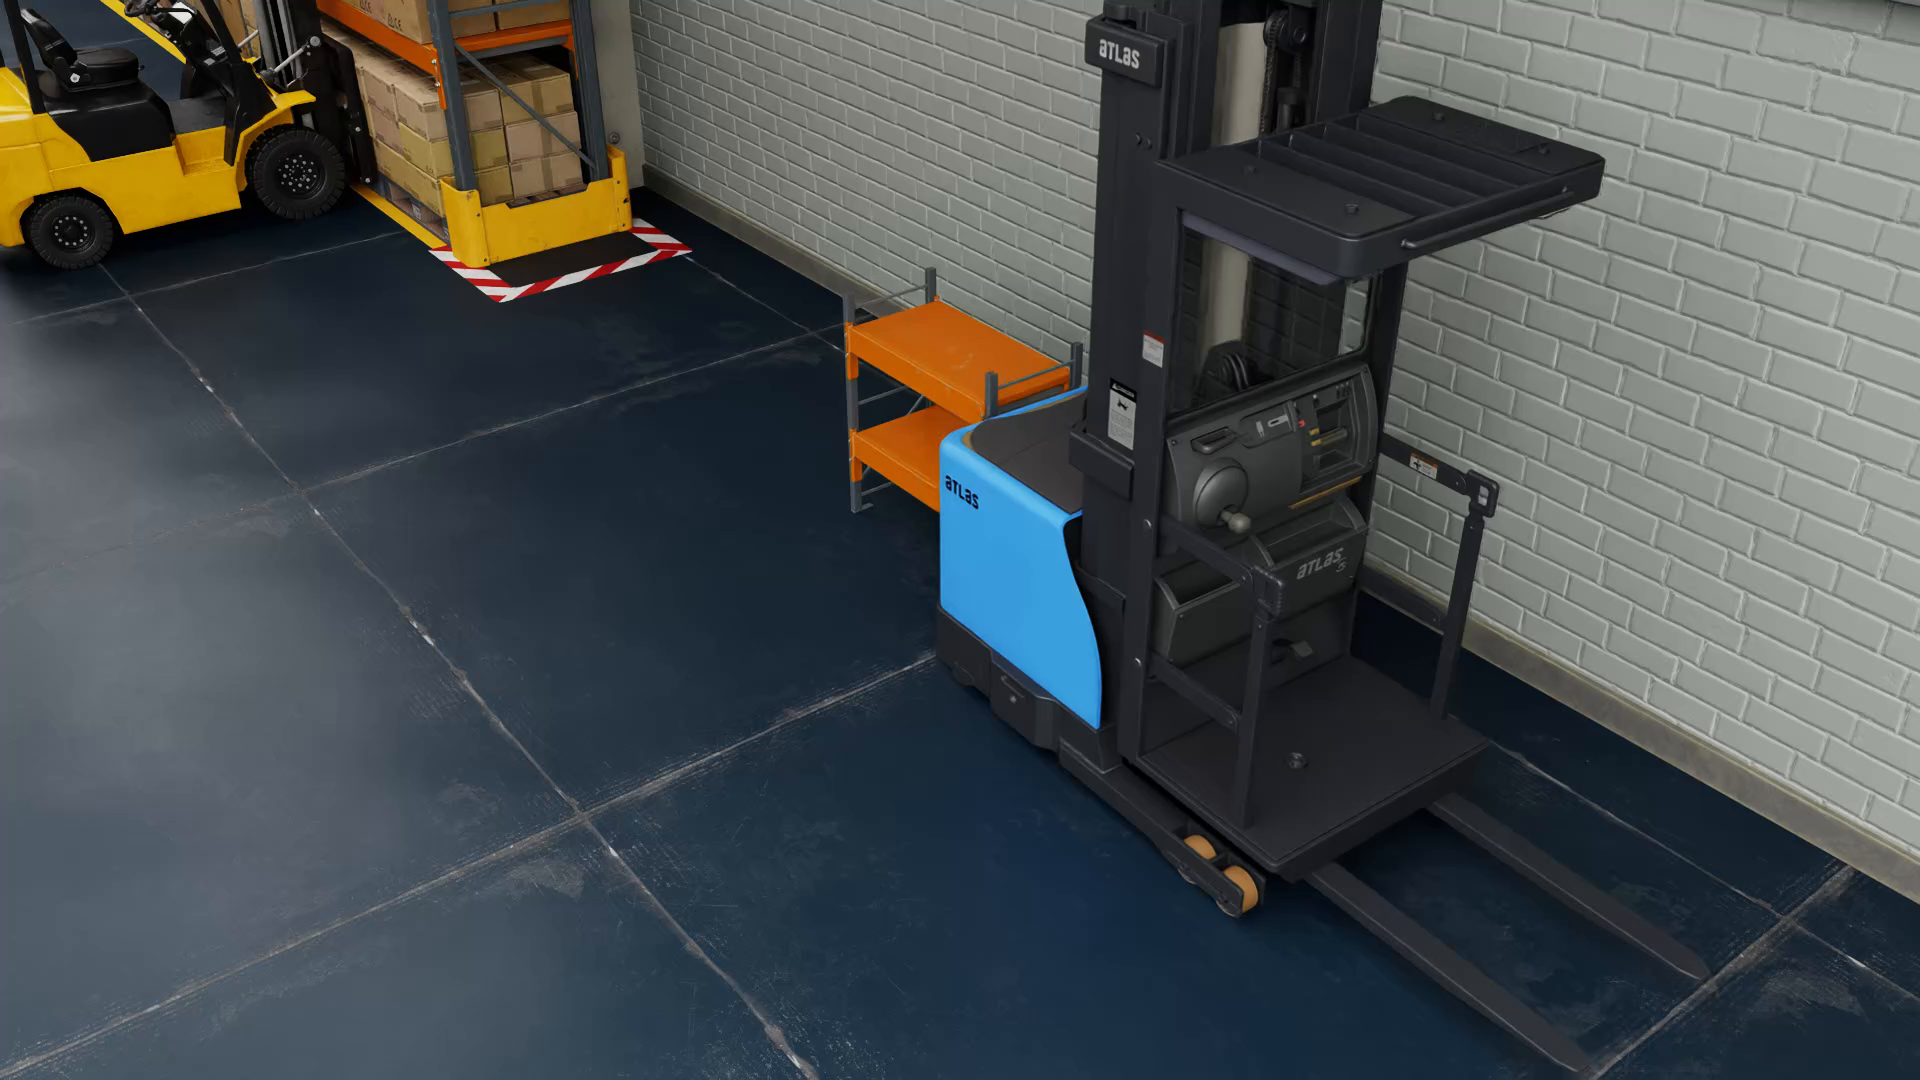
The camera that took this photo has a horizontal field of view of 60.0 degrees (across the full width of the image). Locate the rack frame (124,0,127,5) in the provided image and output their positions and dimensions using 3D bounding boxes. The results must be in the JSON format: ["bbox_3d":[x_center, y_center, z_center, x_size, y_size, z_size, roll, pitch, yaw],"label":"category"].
[{"bbox_3d":[-7.647,-6.586,15.512,1.000,3.000,0.127,-22,38,-31],"label":"rack frame"}]

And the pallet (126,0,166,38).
[{"bbox_3d":[-7.173,-5.046,15.675,1.003,0.211,1.213,-22,38,-31],"label":"pallet"}]

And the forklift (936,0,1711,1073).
[{"bbox_3d":[1.176,-0.256,5.384,1.130,2.935,3.031,-21,38,-30],"label":"forklift"}]

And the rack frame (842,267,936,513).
[{"bbox_3d":[-0.316,-0.693,7.799,0.500,1.125,0.032,-22,38,-31],"label":"rack frame"}]

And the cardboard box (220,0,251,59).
[{"bbox_3d":[-5.523,-4.303,13.688,0.875,0.625,0.625,-20,37,-29],"label":"cardboard box"}]

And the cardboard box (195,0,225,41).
[{"bbox_3d":[-5.993,-4.629,14.212,0.875,0.625,0.625,-23,38,-32],"label":"cardboard box"}]

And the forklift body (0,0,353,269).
[{"bbox_3d":[-5.345,-3.092,10.690,2.313,2.155,1.214,-22,38,-31],"label":"forklift body"}]

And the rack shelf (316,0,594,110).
[{"bbox_3d":[-3.968,-3.780,11.675,1.077,0.370,4.000,-22,38,-31],"label":"rack shelf"}]

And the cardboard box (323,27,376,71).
[{"bbox_3d":[-4.210,-3.410,11.658,0.500,0.250,0.500,-23,39,-32],"label":"cardboard box"}]

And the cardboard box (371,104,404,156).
[{"bbox_3d":[-3.586,-2.789,11.132,0.500,0.250,0.500,-23,38,-32],"label":"cardboard box"}]

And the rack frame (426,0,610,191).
[{"bbox_3d":[-2.742,-3.252,10.144,1.000,3.000,0.127,-22,38,-31],"label":"rack frame"}]

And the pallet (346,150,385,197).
[{"bbox_3d":[-3.988,-2.881,12.189,1.003,0.211,1.213,-22,38,-31],"label":"pallet"}]

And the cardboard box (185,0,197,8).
[{"bbox_3d":[-6.456,-4.941,14.716,0.875,0.625,0.625,-24,39,-33],"label":"cardboard box"}]

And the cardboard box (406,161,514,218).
[{"bbox_3d":[-3.279,-2.356,10.909,0.500,0.250,0.500,-22,38,-31],"label":"cardboard box"}]

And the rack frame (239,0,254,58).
[{"bbox_3d":[-5.194,-4.919,12.828,1.000,3.000,0.127,-22,38,-31],"label":"rack frame"}]

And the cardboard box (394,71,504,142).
[{"bbox_3d":[-3.270,-2.778,10.641,0.500,0.250,0.500,-21,37,-30],"label":"cardboard box"}]

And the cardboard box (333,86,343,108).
[{"bbox_3d":[-4.223,-3.207,11.805,0.500,0.250,0.500,-22,38,-32],"label":"cardboard box"}]

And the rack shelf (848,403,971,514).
[{"bbox_3d":[-0.004,-0.273,7.587,0.538,0.278,1.000,-22,38,-31],"label":"rack shelf"}]

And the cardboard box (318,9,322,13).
[{"bbox_3d":[-4.840,-3.835,12.342,0.500,0.250,0.500,-22,38,-31],"label":"cardboard box"}]

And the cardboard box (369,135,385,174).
[{"bbox_3d":[-3.876,-2.778,11.588,0.500,0.250,0.500,-22,38,-31],"label":"cardboard box"}]

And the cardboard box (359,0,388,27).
[{"bbox_3d":[-3.562,-3.634,10.664,0.500,0.500,0.500,-21,38,-30],"label":"cardboard box"}]

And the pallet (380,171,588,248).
[{"bbox_3d":[-3.244,-2.373,11.371,1.003,0.211,1.213,-22,38,-31],"label":"pallet"}]

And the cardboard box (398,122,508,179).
[{"bbox_3d":[-3.287,-2.577,10.790,0.500,0.250,0.500,-23,38,-32],"label":"cardboard box"}]

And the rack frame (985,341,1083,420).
[{"bbox_3d":[0.308,-0.269,7.117,0.500,1.125,0.032,-22,38,-31],"label":"rack frame"}]

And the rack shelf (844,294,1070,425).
[{"bbox_3d":[-0.004,-0.729,7.303,0.538,0.278,1.000,-22,38,-31],"label":"rack shelf"}]

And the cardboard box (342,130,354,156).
[{"bbox_3d":[-4.213,-2.987,11.925,0.500,0.250,0.500,-21,38,-30],"label":"cardboard box"}]

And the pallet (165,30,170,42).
[{"bbox_3d":[-6.429,-4.538,14.857,1.003,0.211,1.213,-22,38,-31],"label":"pallet"}]

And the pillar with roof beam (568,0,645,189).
[{"bbox_3d":[-5.857,-4.990,7.255,9.100,9.000,0.400,-22,38,-31],"label":"pillar with roof beam"}]

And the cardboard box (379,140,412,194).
[{"bbox_3d":[-3.577,-2.567,11.248,0.500,0.250,0.500,-22,38,-31],"label":"cardboard box"}]

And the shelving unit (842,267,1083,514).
[{"bbox_3d":[-0.004,-0.481,7.458,0.538,1.125,1.048,-22,38,-31],"label":"shelving unit"}]

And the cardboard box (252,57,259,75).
[{"bbox_3d":[-5.159,-3.621,12.945,0.500,0.250,0.500,-22,38,-31],"label":"cardboard box"}]

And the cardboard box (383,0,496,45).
[{"bbox_3d":[-3.251,-3.415,10.311,0.500,0.500,0.500,-23,39,-32],"label":"cardboard box"}]

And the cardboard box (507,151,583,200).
[{"bbox_3d":[-2.888,-2.531,11.190,0.500,0.250,0.500,-22,38,-31],"label":"cardboard box"}]

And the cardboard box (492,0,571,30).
[{"bbox_3d":[-2.826,-3.591,10.594,0.500,0.500,0.500,-21,37,-30],"label":"cardboard box"}]

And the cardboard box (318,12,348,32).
[{"bbox_3d":[-4.526,-3.631,12.014,0.500,0.250,0.500,-21,37,-30],"label":"cardboard box"}]

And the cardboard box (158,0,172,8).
[{"bbox_3d":[-6.869,-5.222,15.167,0.875,0.625,0.625,-21,37,-30],"label":"cardboard box"}]

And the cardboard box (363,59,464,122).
[{"bbox_3d":[-3.588,-2.989,10.981,0.500,0.250,0.500,-22,38,-31],"label":"cardboard box"}]

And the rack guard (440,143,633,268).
[{"bbox_3d":[-2.727,-2.180,10.787,1.175,0.500,0.348,-22,38,-31],"label":"rack guard"}]

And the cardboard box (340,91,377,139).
[{"bbox_3d":[-3.919,-2.998,11.468,0.500,0.250,0.500,-23,39,-32],"label":"cardboard box"}]

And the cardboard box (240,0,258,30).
[{"bbox_3d":[-5.146,-4.051,12.690,0.500,0.250,0.500,-23,39,-32],"label":"cardboard box"}]

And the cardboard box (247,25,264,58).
[{"bbox_3d":[-5.142,-3.841,12.825,0.500,0.250,0.500,-22,38,-32],"label":"cardboard box"}]

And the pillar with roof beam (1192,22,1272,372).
[{"bbox_3d":[-2.178,-2.489,3.229,9.100,9.000,0.400,-22,38,-31],"label":"pillar with roof beam"}]

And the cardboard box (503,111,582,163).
[{"bbox_3d":[-2.866,-2.738,11.050,0.500,0.250,0.500,-21,38,-31],"label":"cardboard box"}]

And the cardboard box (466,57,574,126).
[{"bbox_3d":[-2.887,-2.949,10.916,0.500,0.250,0.500,-23,39,-32],"label":"cardboard box"}]

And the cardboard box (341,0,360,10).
[{"bbox_3d":[-3.876,-3.848,11.007,0.500,0.500,0.500,-23,39,-32],"label":"cardboard box"}]

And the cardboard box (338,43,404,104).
[{"bbox_3d":[-3.905,-3.196,11.314,0.500,0.250,0.500,-22,38,-31],"label":"cardboard box"}]

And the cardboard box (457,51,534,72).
[{"bbox_3d":[-3.196,-3.156,11.249,0.500,0.250,0.500,-22,38,-31],"label":"cardboard box"}]
